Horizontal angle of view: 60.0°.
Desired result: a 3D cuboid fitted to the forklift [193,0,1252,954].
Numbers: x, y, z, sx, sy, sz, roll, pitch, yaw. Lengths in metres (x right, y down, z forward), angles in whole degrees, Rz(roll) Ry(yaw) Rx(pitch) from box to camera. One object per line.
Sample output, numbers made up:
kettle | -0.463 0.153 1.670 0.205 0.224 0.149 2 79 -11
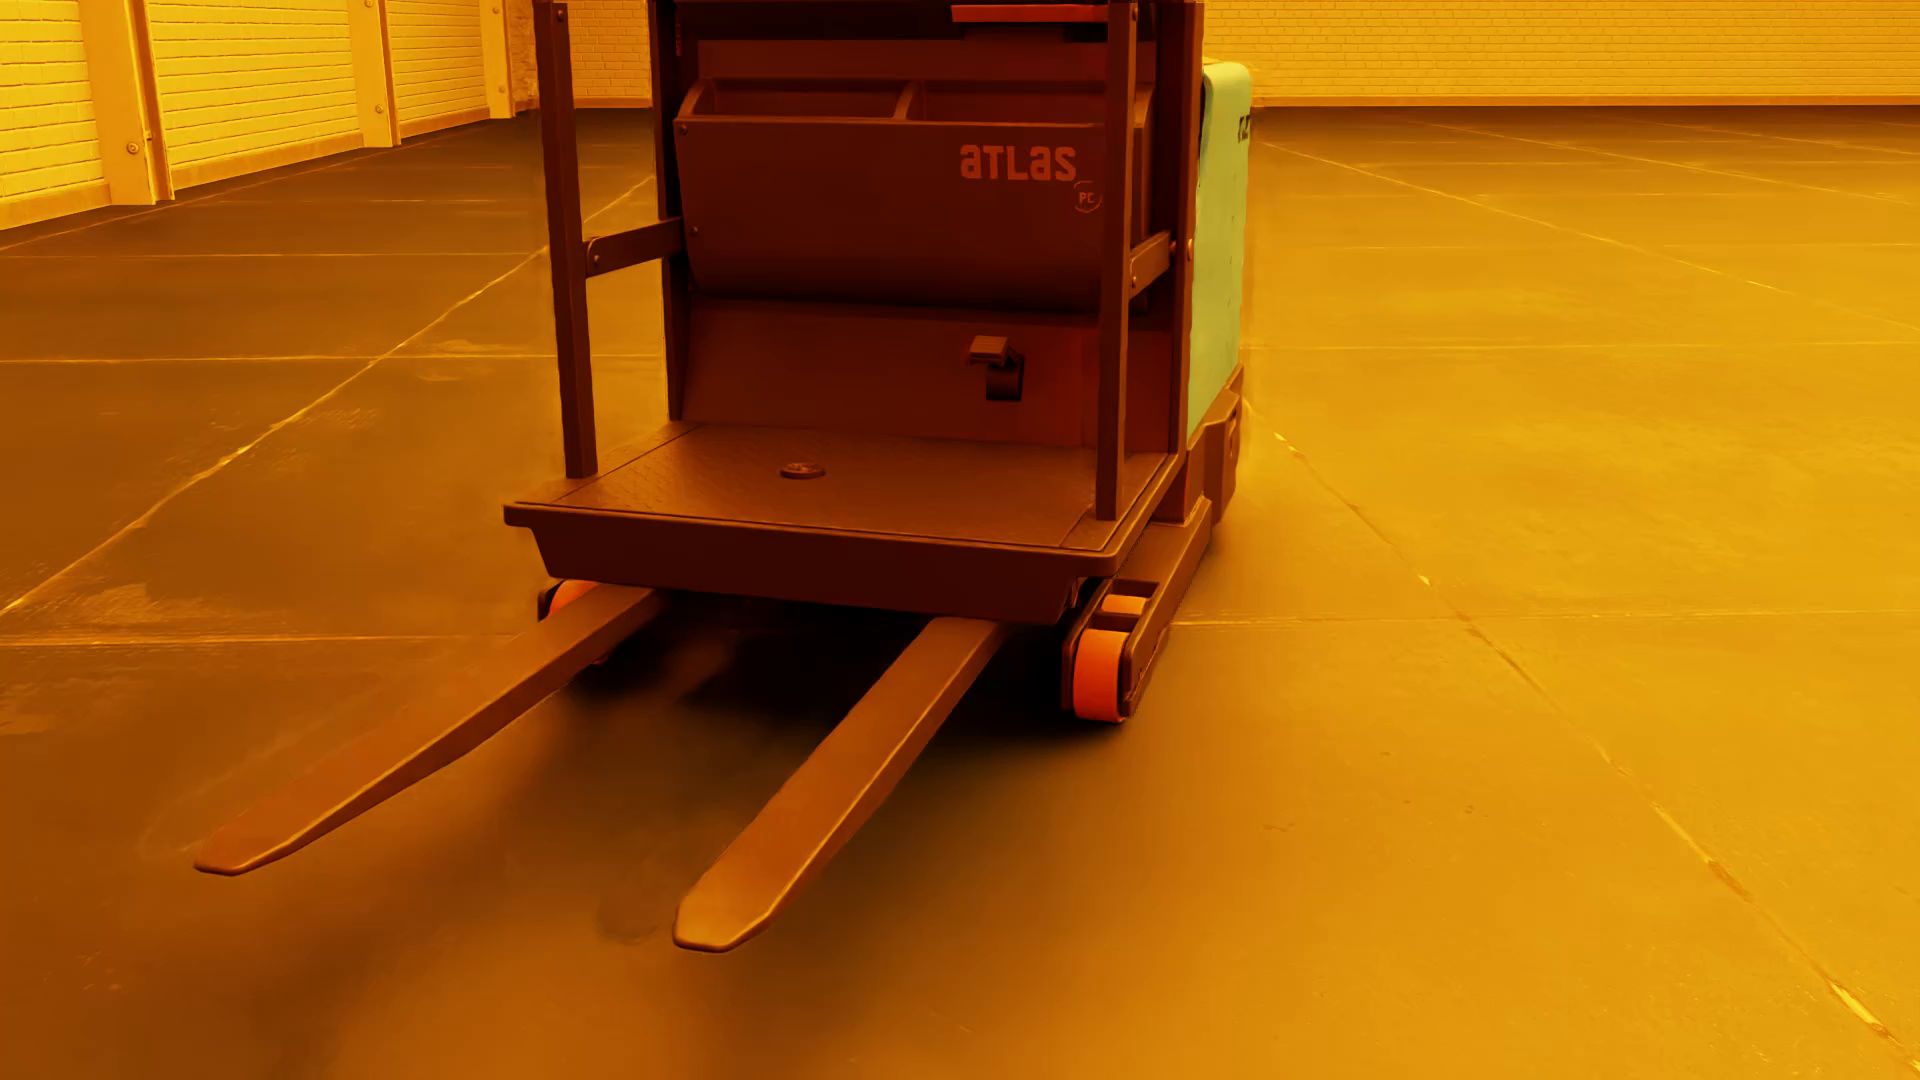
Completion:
forklift | -0.152 -1.210 2.864 1.130 2.935 3.031 5 18 15
